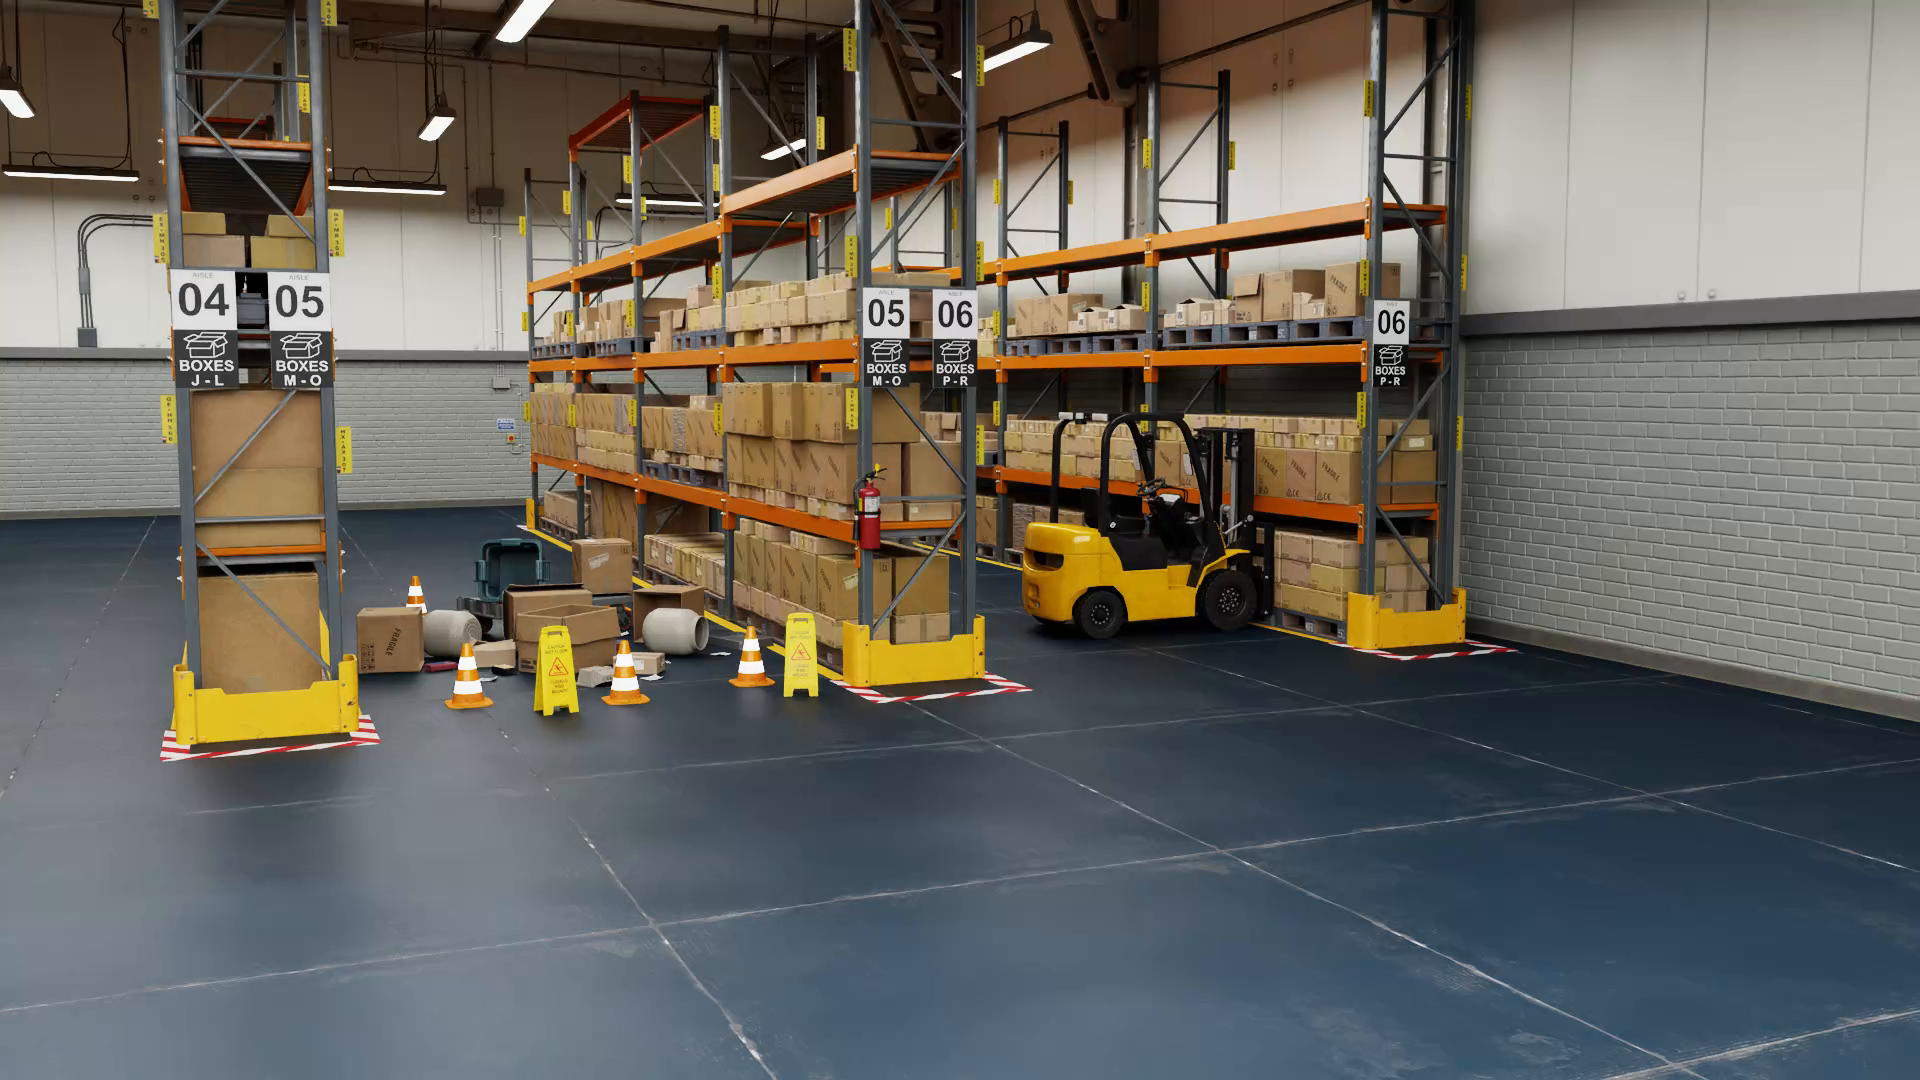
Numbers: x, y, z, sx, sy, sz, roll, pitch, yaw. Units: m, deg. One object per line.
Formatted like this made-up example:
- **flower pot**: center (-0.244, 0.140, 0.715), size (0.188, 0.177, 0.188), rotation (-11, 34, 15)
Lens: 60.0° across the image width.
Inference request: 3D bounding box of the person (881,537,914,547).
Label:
- **person**: center (-0.728, -0.150, 18.141), size (0.552, 1.771, 0.538), rotation (-2, 6, -25)
